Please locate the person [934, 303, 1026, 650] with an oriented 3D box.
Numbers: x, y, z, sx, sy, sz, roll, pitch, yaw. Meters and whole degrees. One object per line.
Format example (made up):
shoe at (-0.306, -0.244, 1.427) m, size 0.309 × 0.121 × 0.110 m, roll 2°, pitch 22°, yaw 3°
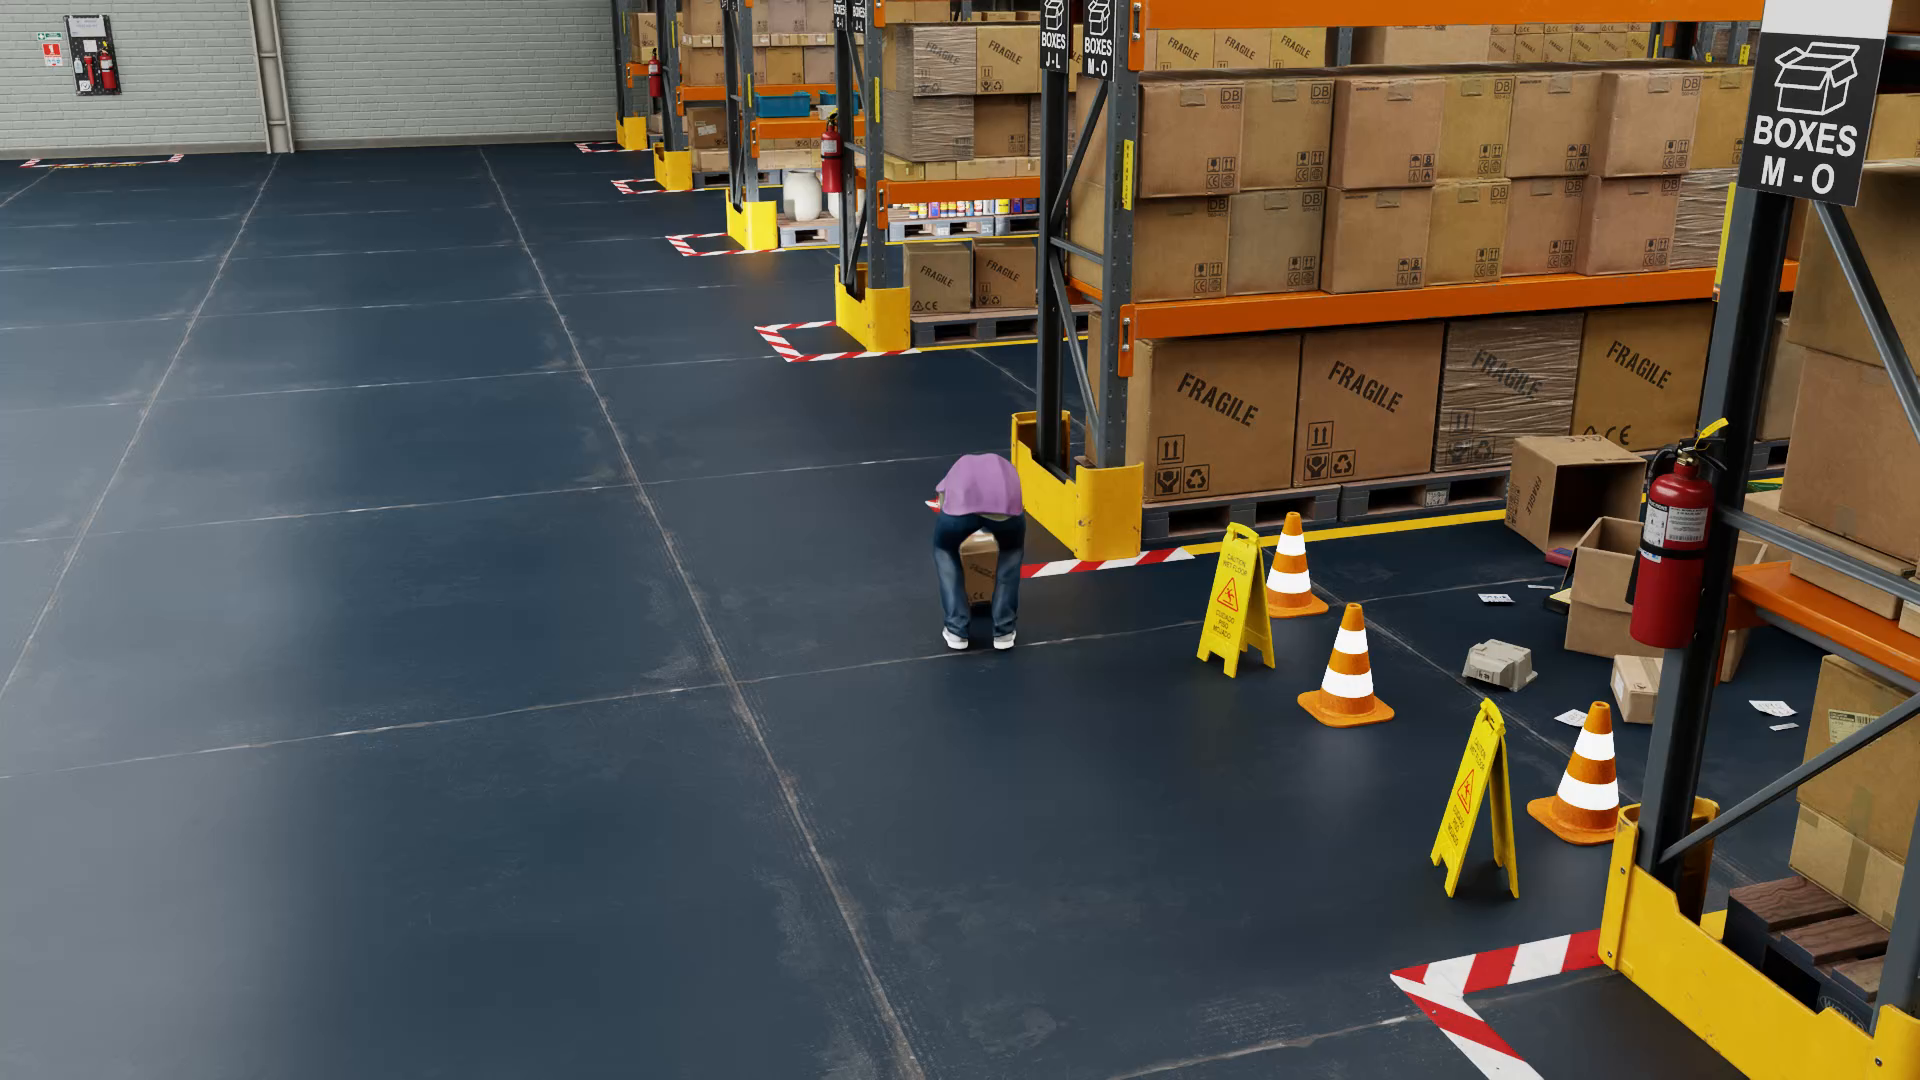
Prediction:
person at (0.088, -0.299, 7.435) m, size 0.404 × 1.594 × 0.494 m, roll 0°, pitch 20°, yaw 1°
